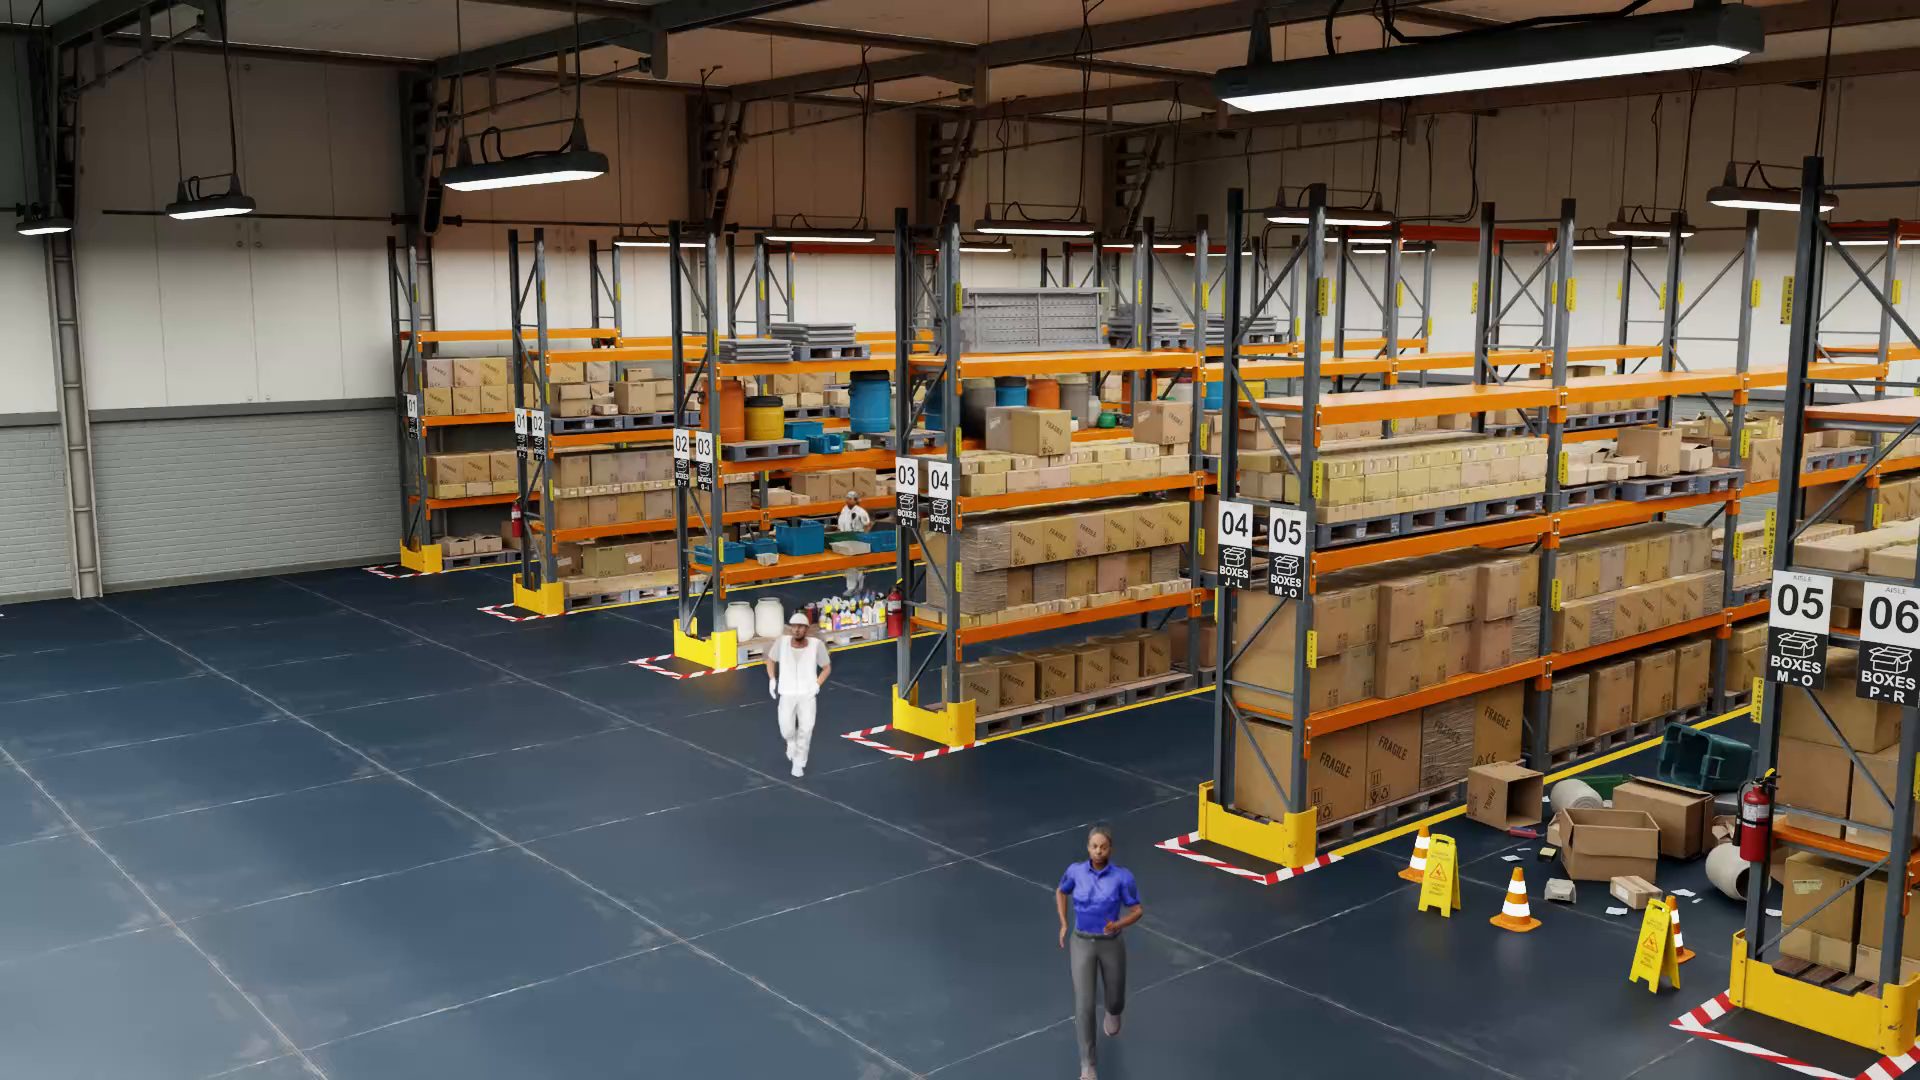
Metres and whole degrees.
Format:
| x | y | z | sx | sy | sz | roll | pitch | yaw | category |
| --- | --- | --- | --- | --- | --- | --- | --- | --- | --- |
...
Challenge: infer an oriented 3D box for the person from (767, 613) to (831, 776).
| x | y | z | sx | sy | sz | roll | pitch | yaw | category |
| --- | --- | --- | --- | --- | --- | --- | --- | --- | --- |
| -1.709 | 1.623 | 17.631 | 0.690 | 1.752 | 0.558 | 0 | 9 | 1 | person |

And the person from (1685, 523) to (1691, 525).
| x | y | z | sx | sy | sz | roll | pitch | yaw | category |
| --- | --- | --- | --- | --- | --- | --- | --- | --- | --- |
| 10.483 | 0.625 | 24.022 | 0.746 | 1.732 | 0.738 | -5 | 10 | -32 | person |

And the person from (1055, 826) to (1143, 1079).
| x | y | z | sx | sy | sz | roll | pitch | yaw | category |
| --- | --- | --- | --- | --- | --- | --- | --- | --- | --- |
| 0.908 | 2.692 | 10.978 | 0.587 | 1.614 | 0.852 | 1 | 9 | 8 | person |

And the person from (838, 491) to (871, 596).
| x | y | z | sx | sy | sz | roll | pitch | yaw | category |
| --- | --- | --- | --- | --- | --- | --- | --- | --- | --- |
| -1.682 | 0.046 | 26.348 | 0.599 | 1.626 | 0.556 | 7 | 11 | 40 | person |
